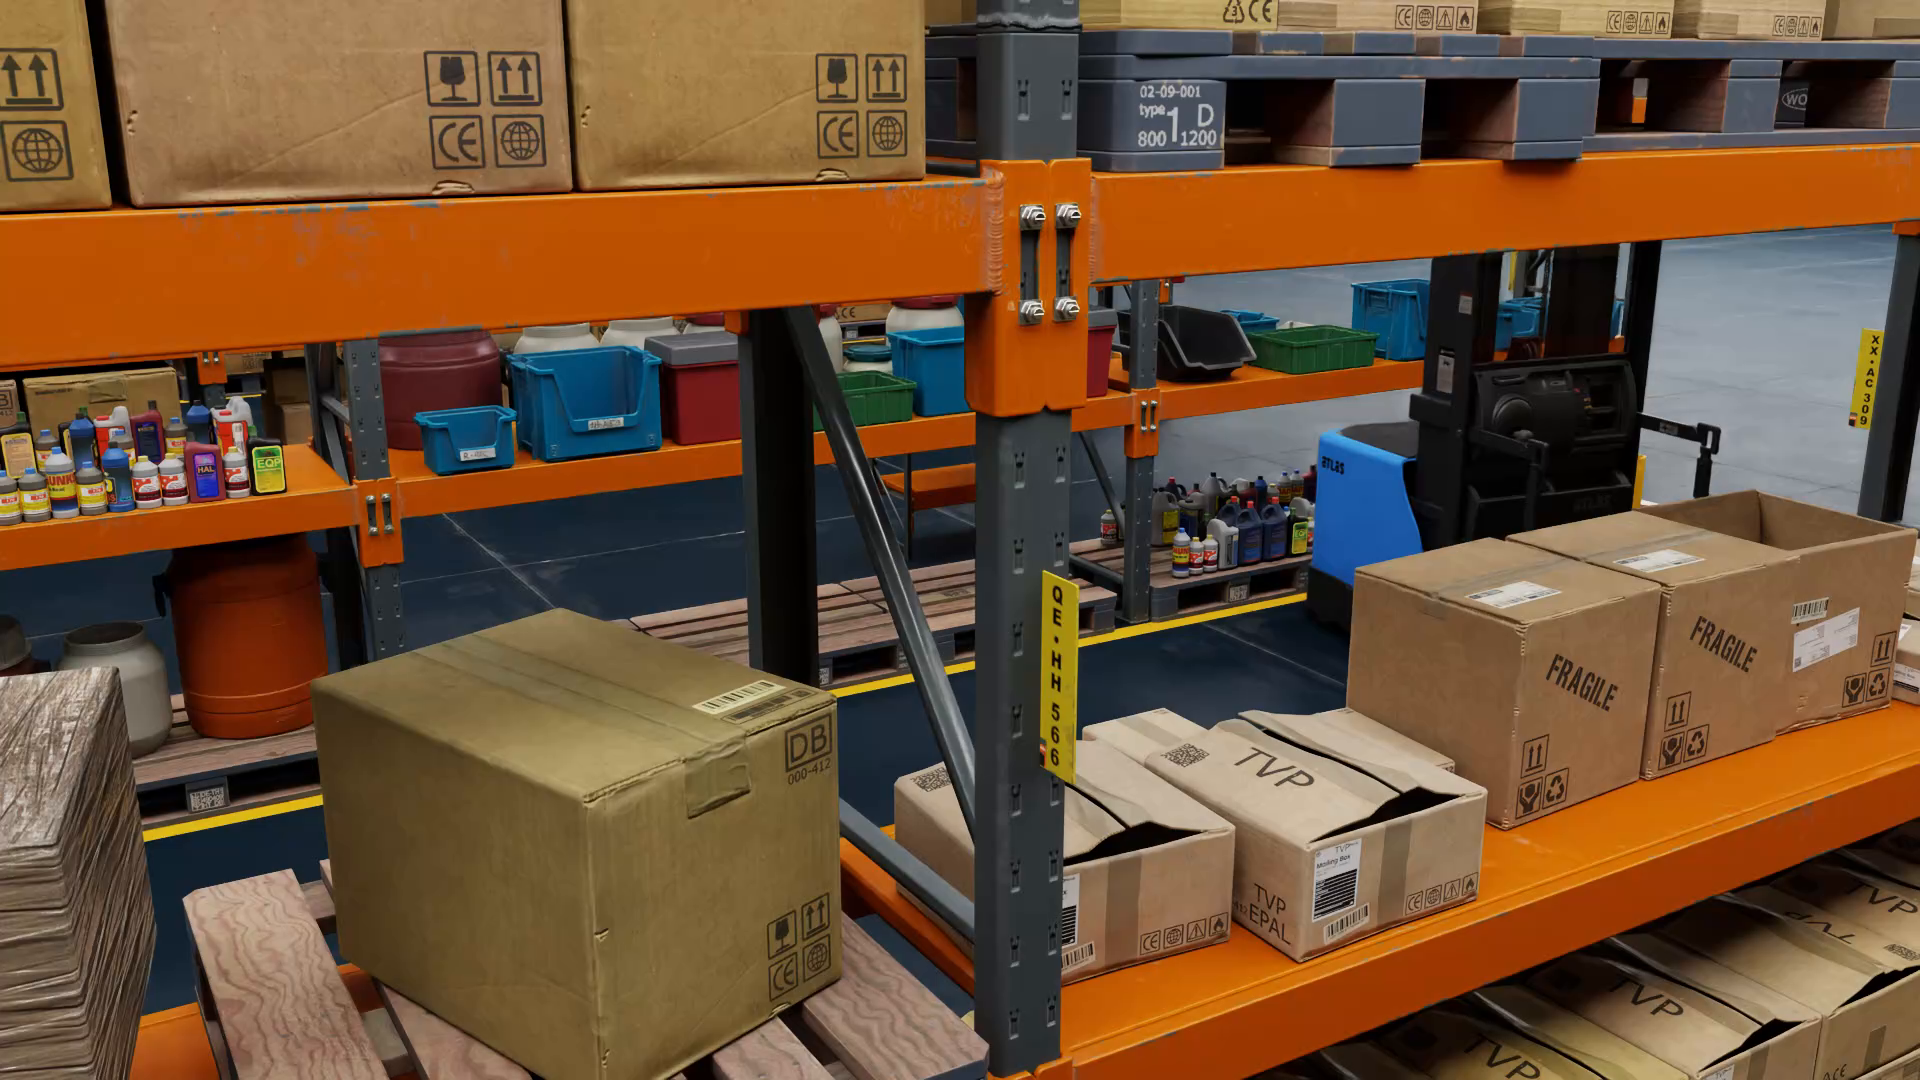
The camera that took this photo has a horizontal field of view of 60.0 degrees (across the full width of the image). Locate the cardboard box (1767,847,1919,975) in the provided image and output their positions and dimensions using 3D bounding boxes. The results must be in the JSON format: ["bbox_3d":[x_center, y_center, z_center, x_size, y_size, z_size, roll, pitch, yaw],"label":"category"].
[{"bbox_3d":[2.651,1.102,4.700,0.500,0.311,0.500,-9,18,-28],"label":"cardboard box"}]

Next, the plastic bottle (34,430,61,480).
[{"bbox_3d":[-3.845,-0.363,7.017,0.097,0.201,0.097,0,16,0],"label":"plastic bottle"}]

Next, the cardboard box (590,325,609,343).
[{"bbox_3d":[-3.698,-2.651,17.968,0.875,0.875,0.875,-9,18,-29],"label":"cardboard box"}]

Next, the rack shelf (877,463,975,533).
[{"bbox_3d":[-0.006,-0.305,10.821,1.000,0.278,0.538,-9,18,-30],"label":"rack shelf"}]

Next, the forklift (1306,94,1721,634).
[{"bbox_3d":[2.953,-0.657,7.825,1.130,2.935,3.031,-6,17,-21],"label":"forklift"}]

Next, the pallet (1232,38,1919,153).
[{"bbox_3d":[1.357,-1.015,3.766,1.213,0.211,1.003,-8,18,-27],"label":"pallet"}]

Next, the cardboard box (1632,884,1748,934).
[{"bbox_3d":[1.936,1.046,4.900,0.500,0.311,0.500,-10,18,-32],"label":"cardboard box"}]

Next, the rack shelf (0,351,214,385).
[{"bbox_3d":[-6.949,-1.059,10.462,4.000,0.370,1.077,-9,18,-30],"label":"rack shelf"}]

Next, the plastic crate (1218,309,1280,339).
[{"bbox_3d":[1.554,-1.238,10.045,0.616,0.251,0.499,-9,18,-30],"label":"plastic crate"}]

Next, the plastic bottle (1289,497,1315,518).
[{"bbox_3d":[2.079,-0.126,10.032,0.135,0.276,0.152,-9,18,-30],"label":"plastic bottle"}]

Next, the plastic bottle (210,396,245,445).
[{"bbox_3d":[-3.221,-0.492,7.337,0.135,0.276,0.152,-9,18,-30],"label":"plastic bottle"}]

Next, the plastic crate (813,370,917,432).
[{"bbox_3d":[-0.602,-0.684,8.184,0.662,0.188,0.450,-9,18,-30],"label":"plastic crate"}]

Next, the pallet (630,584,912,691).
[{"bbox_3d":[-0.955,0.538,8.598,1.213,0.211,1.003,-9,18,-30],"label":"pallet"}]

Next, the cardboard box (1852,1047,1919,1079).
[{"bbox_3d":[2.214,1.441,4.528,0.500,0.250,0.500,-9,18,-28],"label":"cardboard box"}]

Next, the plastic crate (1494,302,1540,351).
[{"bbox_3d":[3.340,-1.350,10.443,0.408,0.251,0.499,-9,18,-30],"label":"plastic crate"}]

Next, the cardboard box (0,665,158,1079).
[{"bbox_3d":[-1.500,0.556,2.407,0.500,0.500,0.700,-6,17,-19],"label":"cardboard box"}]

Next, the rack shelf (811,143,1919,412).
[{"bbox_3d":[1.579,-0.766,3.862,4.000,0.370,1.077,-9,18,-30],"label":"rack shelf"}]

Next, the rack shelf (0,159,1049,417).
[{"bbox_3d":[-1.850,-0.210,1.879,4.000,0.370,1.077,-9,18,-30],"label":"rack shelf"}]

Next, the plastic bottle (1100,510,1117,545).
[{"bbox_3d":[0.896,-0.080,10.007,0.097,0.201,0.097,0,16,0],"label":"plastic bottle"}]

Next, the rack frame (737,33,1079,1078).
[{"bbox_3d":[-0.136,0.609,3.178,0.127,3.000,1.000,-9,18,-30],"label":"rack frame"}]

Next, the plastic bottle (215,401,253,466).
[{"bbox_3d":[-3.142,-0.457,7.212,0.135,0.276,0.152,-9,18,-30],"label":"plastic bottle"}]

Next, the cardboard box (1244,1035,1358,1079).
[{"bbox_3d":[0.629,1.258,4.143,0.500,0.311,0.500,-10,18,-31],"label":"cardboard box"}]

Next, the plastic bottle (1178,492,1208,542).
[{"bbox_3d":[1.411,-0.146,10.103,0.135,0.276,0.152,-9,18,-30],"label":"plastic bottle"}]

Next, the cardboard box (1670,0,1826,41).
[{"bbox_3d":[1.623,-1.269,3.823,0.500,0.250,0.500,-11,19,-34],"label":"cardboard box"}]

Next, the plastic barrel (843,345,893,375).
[{"bbox_3d":[-0.468,-0.878,8.741,0.301,0.262,0.301,0,16,0],"label":"plastic barrel"}]

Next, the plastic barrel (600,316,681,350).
[{"bbox_3d":[-1.551,-0.842,8.149,0.421,0.512,0.421,0,16,0],"label":"plastic barrel"}]

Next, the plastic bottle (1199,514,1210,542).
[{"bbox_3d":[1.452,-0.016,9.626,0.133,0.283,0.061,-9,18,-30],"label":"plastic bottle"}]

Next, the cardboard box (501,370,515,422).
[{"bbox_3d":[-3.241,-1.027,12.833,0.500,0.500,0.700,-11,19,-34],"label":"cardboard box"}]

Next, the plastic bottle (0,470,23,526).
[{"bbox_3d":[-3.617,-0.161,6.296,0.097,0.201,0.097,0,16,0],"label":"plastic bottle"}]

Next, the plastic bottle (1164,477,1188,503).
[{"bbox_3d":[1.313,-0.212,10.203,0.185,0.351,0.144,-10,19,-32],"label":"plastic bottle"}]

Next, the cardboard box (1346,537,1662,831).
[{"bbox_3d":[1.294,0.324,4.010,0.500,0.500,0.500,-10,19,-33],"label":"cardboard box"}]

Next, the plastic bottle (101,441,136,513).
[{"bbox_3d":[-3.283,-0.249,6.480,0.097,0.271,0.097,0,16,0],"label":"plastic bottle"}]

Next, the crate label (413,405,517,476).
[{"bbox_3d":[-2.129,-0.428,7.191,0.416,0.233,0.303,-9,18,-30],"label":"crate label"}]

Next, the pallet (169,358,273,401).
[{"bbox_3d":[-6.987,-1.594,16.206,1.213,0.211,1.003,-9,18,-30],"label":"pallet"}]

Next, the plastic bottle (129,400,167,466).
[{"bbox_3d":[-3.526,-0.460,7.211,0.133,0.283,0.061,-9,18,-30],"label":"plastic bottle"}]

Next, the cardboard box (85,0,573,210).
[{"bbox_3d":[-0.929,-0.744,2.263,0.500,0.500,0.910,-9,18,-30],"label":"cardboard box"}]

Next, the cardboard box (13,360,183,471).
[{"bbox_3d":[-5.836,-0.771,11.262,0.875,0.875,1.225,-10,19,-32],"label":"cardboard box"}]

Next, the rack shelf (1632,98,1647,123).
[{"bbox_3d":[2.460,-2.469,9.936,4.000,0.370,1.077,-9,18,-30],"label":"rack shelf"}]

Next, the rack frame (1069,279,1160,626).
[{"bbox_3d":[0.745,-1.093,9.252,0.127,3.000,1.000,-9,18,-30],"label":"rack frame"}]

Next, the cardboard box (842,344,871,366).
[{"bbox_3d":[-0.955,-1.365,14.076,0.500,0.500,0.500,-3,16,-12],"label":"cardboard box"}]

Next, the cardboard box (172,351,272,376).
[{"bbox_3d":[-7.134,-2.027,15.975,0.750,0.750,1.050,-9,18,-30],"label":"cardboard box"}]

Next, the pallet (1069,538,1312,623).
[{"bbox_3d":[1.342,0.166,9.927,1.213,0.211,1.003,-9,18,-30],"label":"pallet"}]

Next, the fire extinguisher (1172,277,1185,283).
[{"bbox_3d":[1.959,-2.667,15.010,0.183,0.674,0.296,-9,18,-30],"label":"fire extinguisher"}]

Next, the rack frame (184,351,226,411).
[{"bbox_3d":[-5.234,-1.683,11.356,0.127,3.000,1.000,-9,18,-30],"label":"rack frame"}]

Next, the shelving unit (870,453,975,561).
[{"bbox_3d":[-0.006,-0.541,10.755,1.048,1.125,0.538,-9,18,-30],"label":"shelving unit"}]

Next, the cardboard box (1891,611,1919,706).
[{"bbox_3d":[2.634,0.283,4.592,0.258,0.266,0.396,-10,18,-31],"label":"cardboard box"}]

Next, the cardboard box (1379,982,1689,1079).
[{"bbox_3d":[1.349,1.311,3.953,0.500,0.311,0.500,-10,18,-31],"label":"cardboard box"}]

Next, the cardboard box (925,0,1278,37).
[{"bbox_3d":[0.224,-1.041,3.008,0.500,0.250,0.500,-11,19,-34],"label":"cardboard box"}]

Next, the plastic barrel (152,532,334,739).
[{"bbox_3d":[-3.094,0.378,7.248,0.708,0.830,0.600,-9,18,-30],"label":"plastic barrel"}]

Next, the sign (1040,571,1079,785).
[{"bbox_3d":[0.152,0.214,2.589,0.005,0.325,0.100,-9,18,-30],"label":"sign"}]

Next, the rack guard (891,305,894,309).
[{"bbox_3d":[-0.824,-2.756,19.817,0.348,0.500,1.175,-9,18,-30],"label":"rack guard"}]

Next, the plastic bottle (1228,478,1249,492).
[{"bbox_3d":[1.732,-0.243,10.450,0.135,0.276,0.152,-9,18,-29],"label":"plastic bottle"}]

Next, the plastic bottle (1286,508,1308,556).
[{"bbox_3d":[1.976,-0.053,9.758,0.133,0.283,0.061,-8,18,-27],"label":"plastic bottle"}]

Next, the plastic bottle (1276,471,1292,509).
[{"bbox_3d":[2.080,-0.306,10.683,0.097,0.271,0.097,0,16,0],"label":"plastic bottle"}]

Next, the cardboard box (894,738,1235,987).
[{"bbox_3d":[0.199,0.612,3.335,0.500,0.311,0.500,-8,18,-26],"label":"cardboard box"}]

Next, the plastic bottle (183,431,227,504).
[{"bbox_3d":[-3.008,-0.294,6.617,0.133,0.283,0.061,-9,18,-30],"label":"plastic bottle"}]

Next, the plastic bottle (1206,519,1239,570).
[{"bbox_3d":[1.507,0.012,9.539,0.135,0.276,0.152,-8,18,-28],"label":"plastic bottle"}]

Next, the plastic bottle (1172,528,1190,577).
[{"bbox_3d":[1.244,0.066,9.357,0.097,0.271,0.097,0,16,0],"label":"plastic bottle"}]
